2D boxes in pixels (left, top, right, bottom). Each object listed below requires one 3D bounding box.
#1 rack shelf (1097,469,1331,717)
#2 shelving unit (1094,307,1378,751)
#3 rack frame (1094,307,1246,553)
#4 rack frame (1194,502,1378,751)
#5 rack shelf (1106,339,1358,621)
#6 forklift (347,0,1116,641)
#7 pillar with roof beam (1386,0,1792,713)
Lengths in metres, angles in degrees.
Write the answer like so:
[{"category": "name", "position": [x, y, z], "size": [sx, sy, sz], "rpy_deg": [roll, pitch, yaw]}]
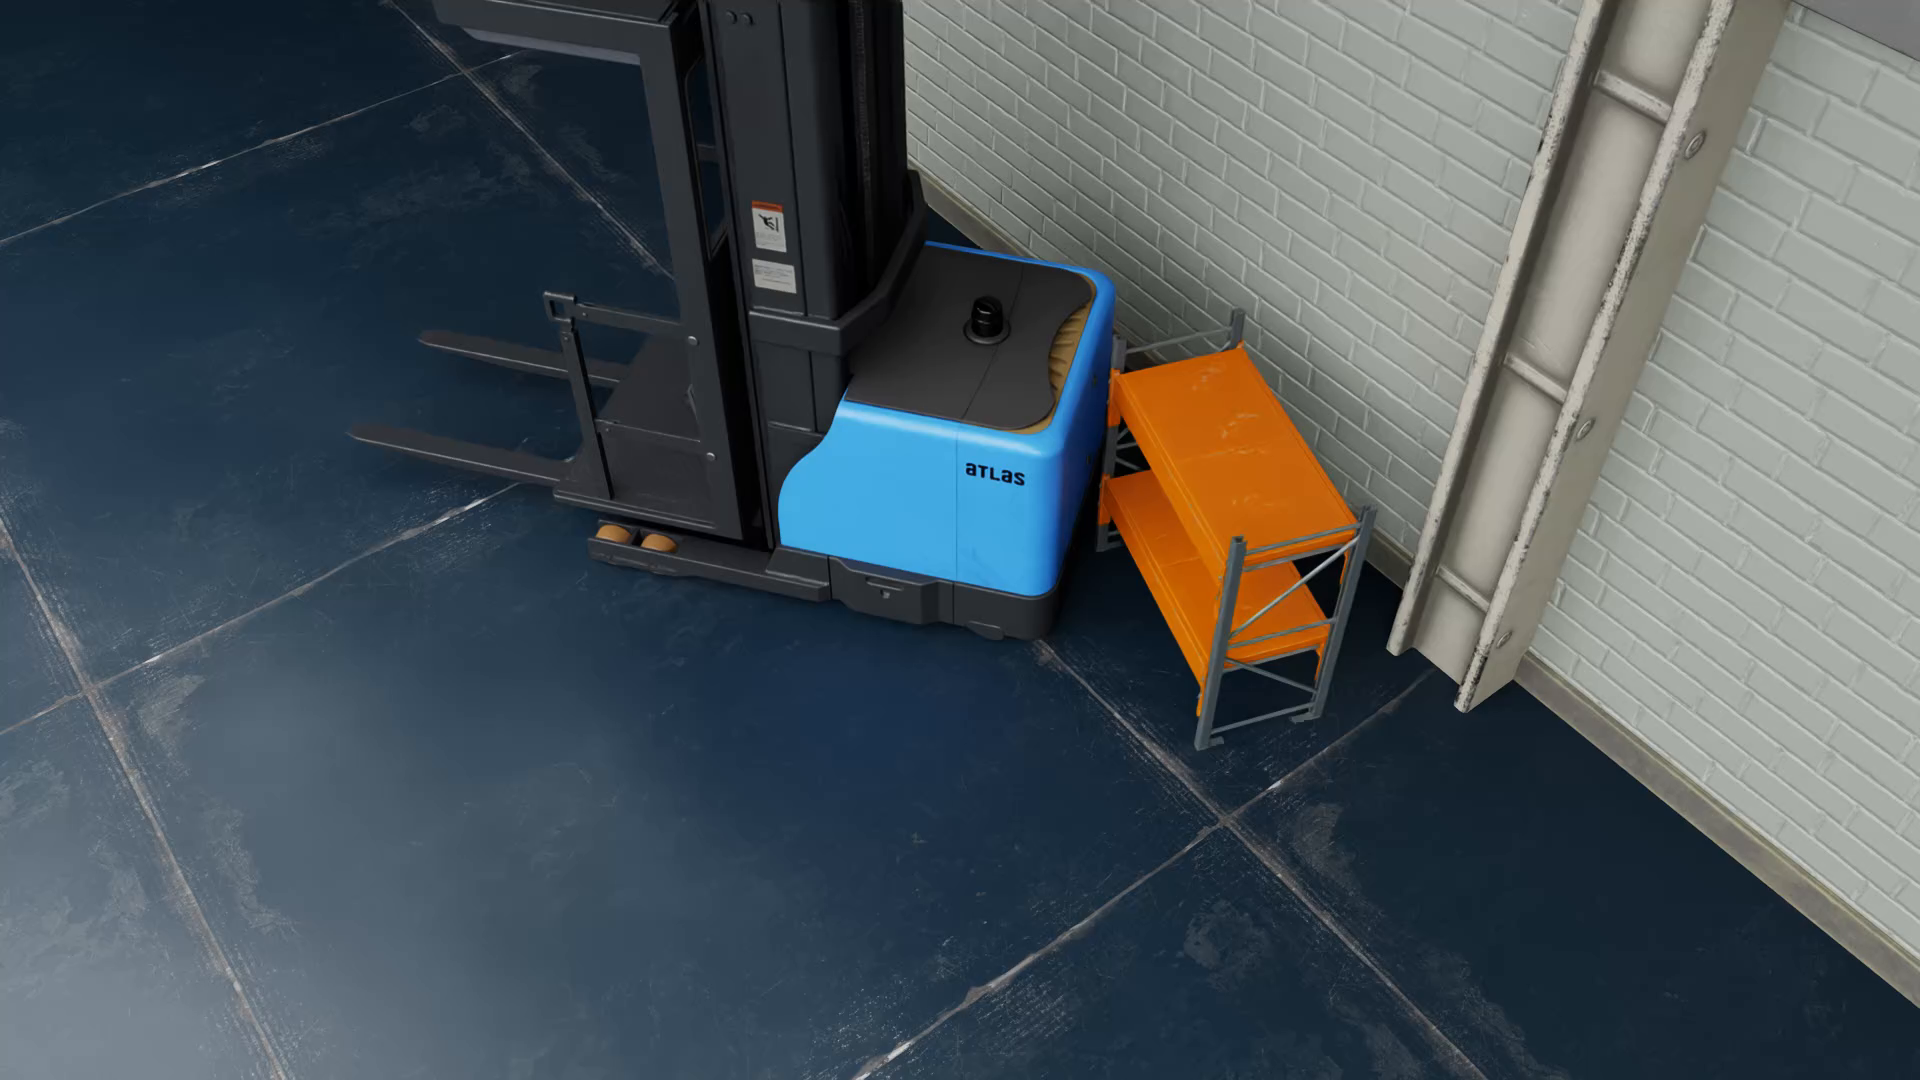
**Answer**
[{"category": "rack shelf", "position": [0.940, 0.129, 6.202], "size": [0.538, 0.278, 1.000], "rpy_deg": [-13, 49, -12]}, {"category": "shelving unit", "position": [0.940, -0.035, 6.021], "size": [0.538, 1.125, 1.048], "rpy_deg": [-13, 49, -12]}, {"category": "rack frame", "position": [0.784, -0.393, 6.346], "size": [0.500, 1.125, 0.032], "rpy_deg": [-13, 49, -12]}, {"category": "rack frame", "position": [1.097, 0.324, 5.696], "size": [0.500, 1.125, 0.032], "rpy_deg": [-13, 49, -12]}, {"category": "rack shelf", "position": [0.940, -0.231, 5.804], "size": [0.538, 0.278, 1.000], "rpy_deg": [-13, 49, -12]}, {"category": "forklift", "position": [-0.979, -1.212, 5.869], "size": [3.031, 2.935, 1.130], "rpy_deg": [12, 49, 10]}, {"category": "pillar with roof beam", "position": [-1.554, -0.632, 1.248], "size": [9.100, 9.000, 0.400], "rpy_deg": [-29, 54, -24]}]
